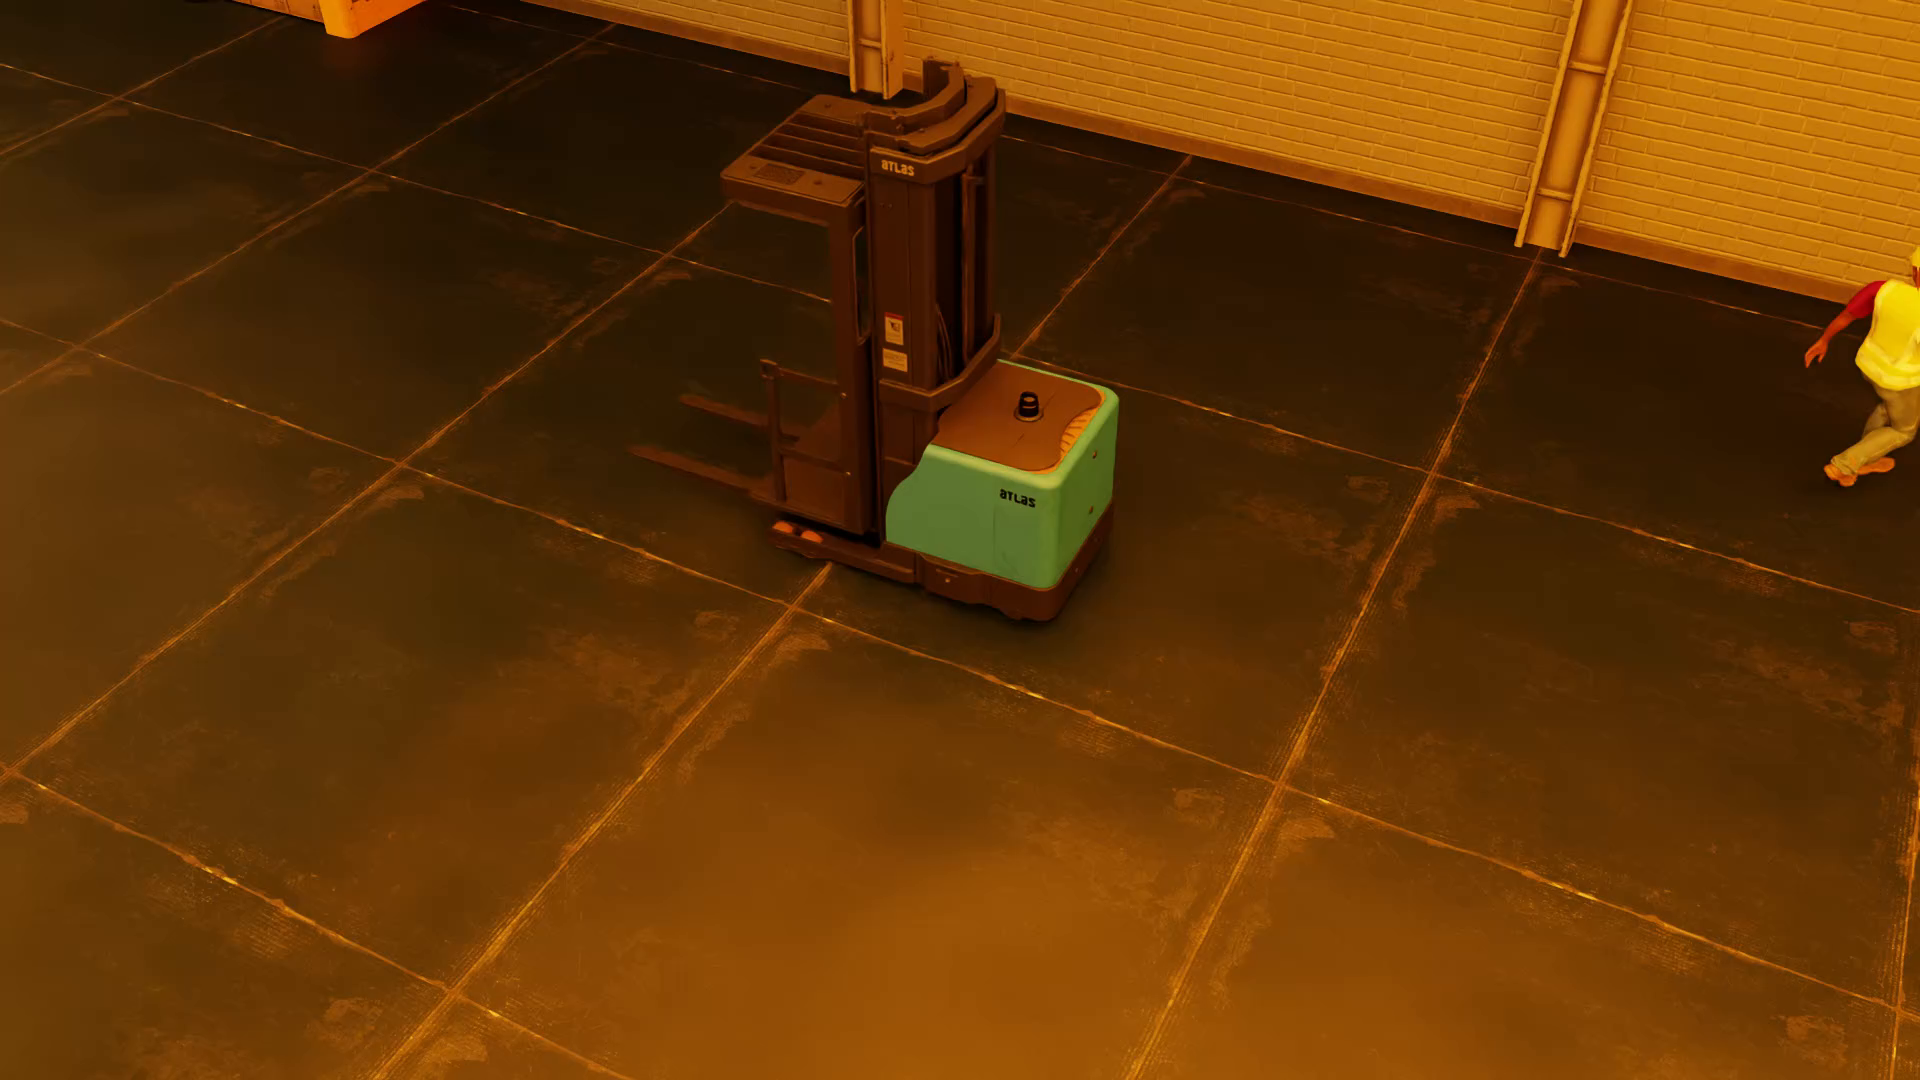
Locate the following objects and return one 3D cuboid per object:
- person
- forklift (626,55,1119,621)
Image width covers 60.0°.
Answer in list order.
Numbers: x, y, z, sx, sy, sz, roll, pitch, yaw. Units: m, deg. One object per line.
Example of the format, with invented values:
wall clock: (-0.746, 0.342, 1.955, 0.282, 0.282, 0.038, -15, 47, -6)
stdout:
person: (5.727, -1.074, 10.226, 0.742, 1.695, 0.679, -9, 41, -10)
forklift: (-0.622, -1.300, 9.530, 3.031, 2.935, 1.130, 17, 43, 19)
